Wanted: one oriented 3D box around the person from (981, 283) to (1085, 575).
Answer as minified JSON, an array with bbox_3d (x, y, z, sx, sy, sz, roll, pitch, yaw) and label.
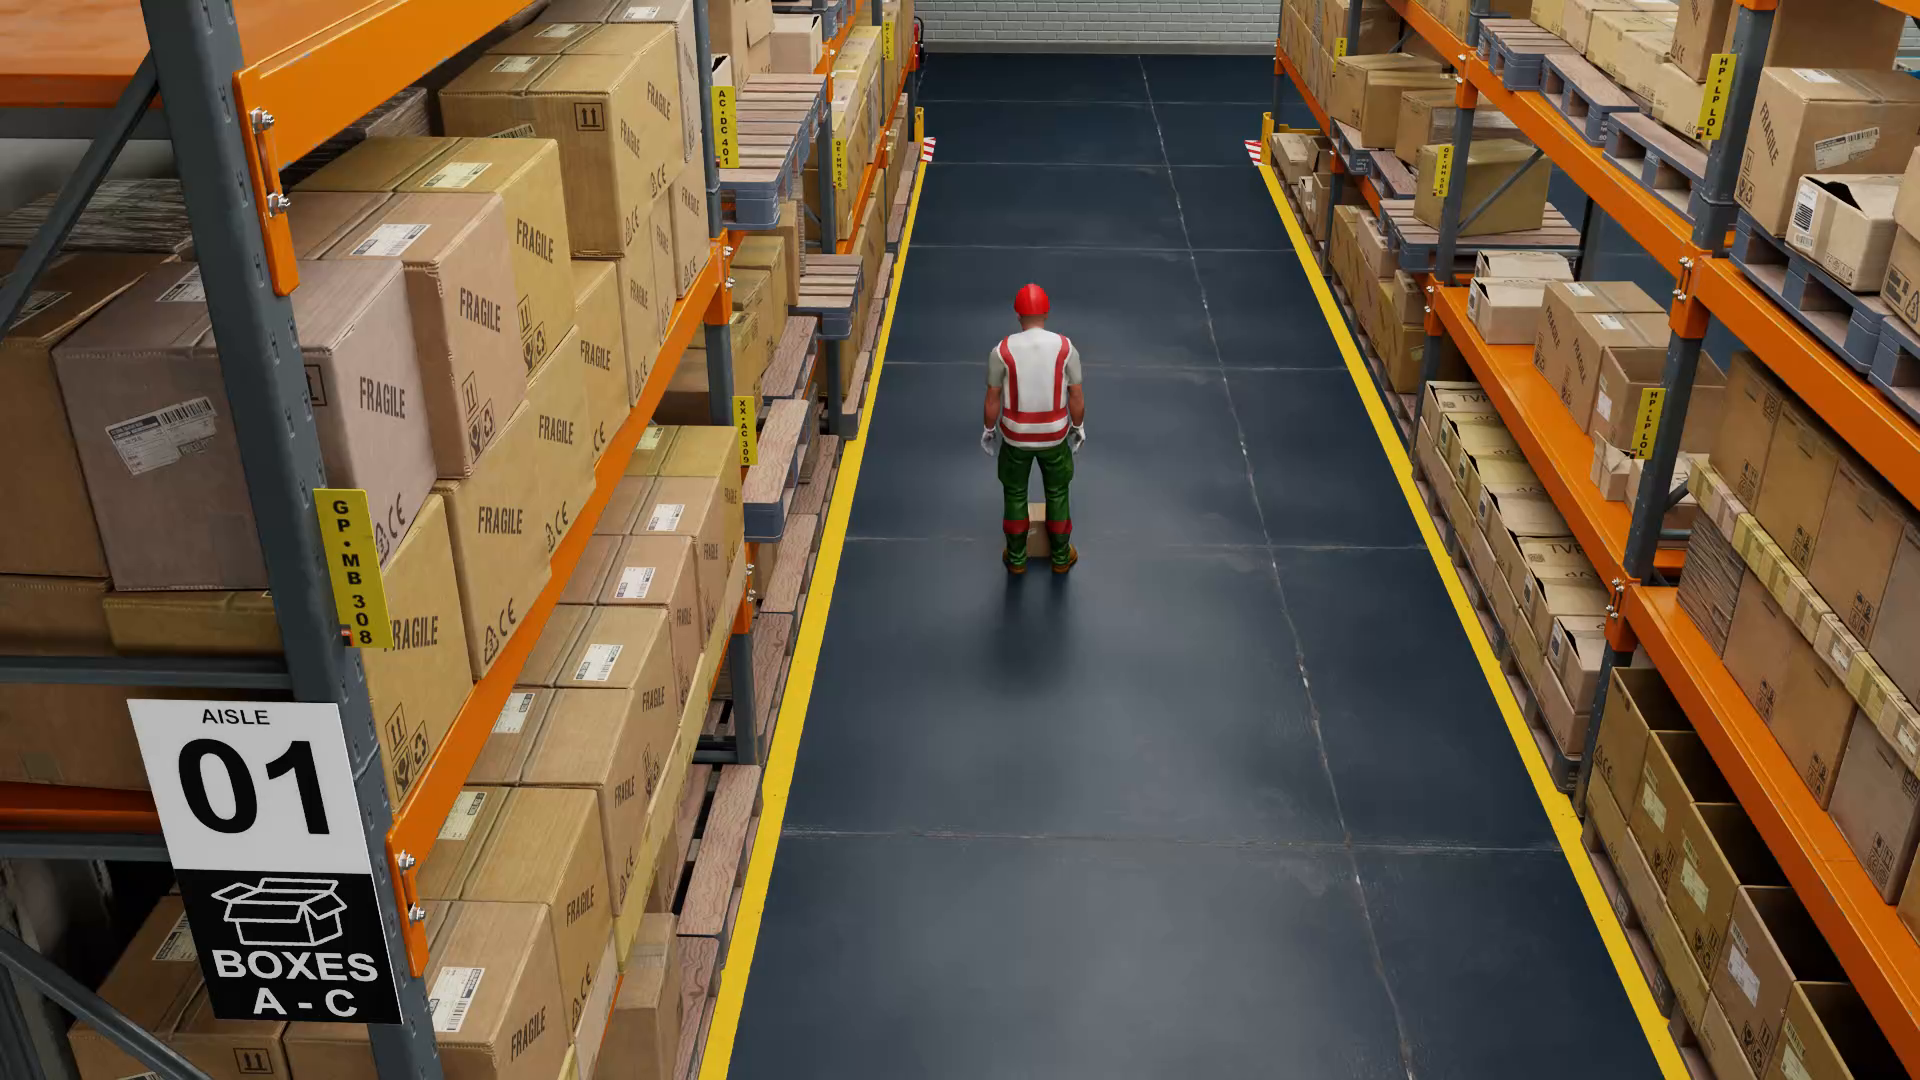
[{"bbox_3d":[0.434,-0.635,9.811,0.620,1.780,0.445,0,28,-1],"label":"person"}]
